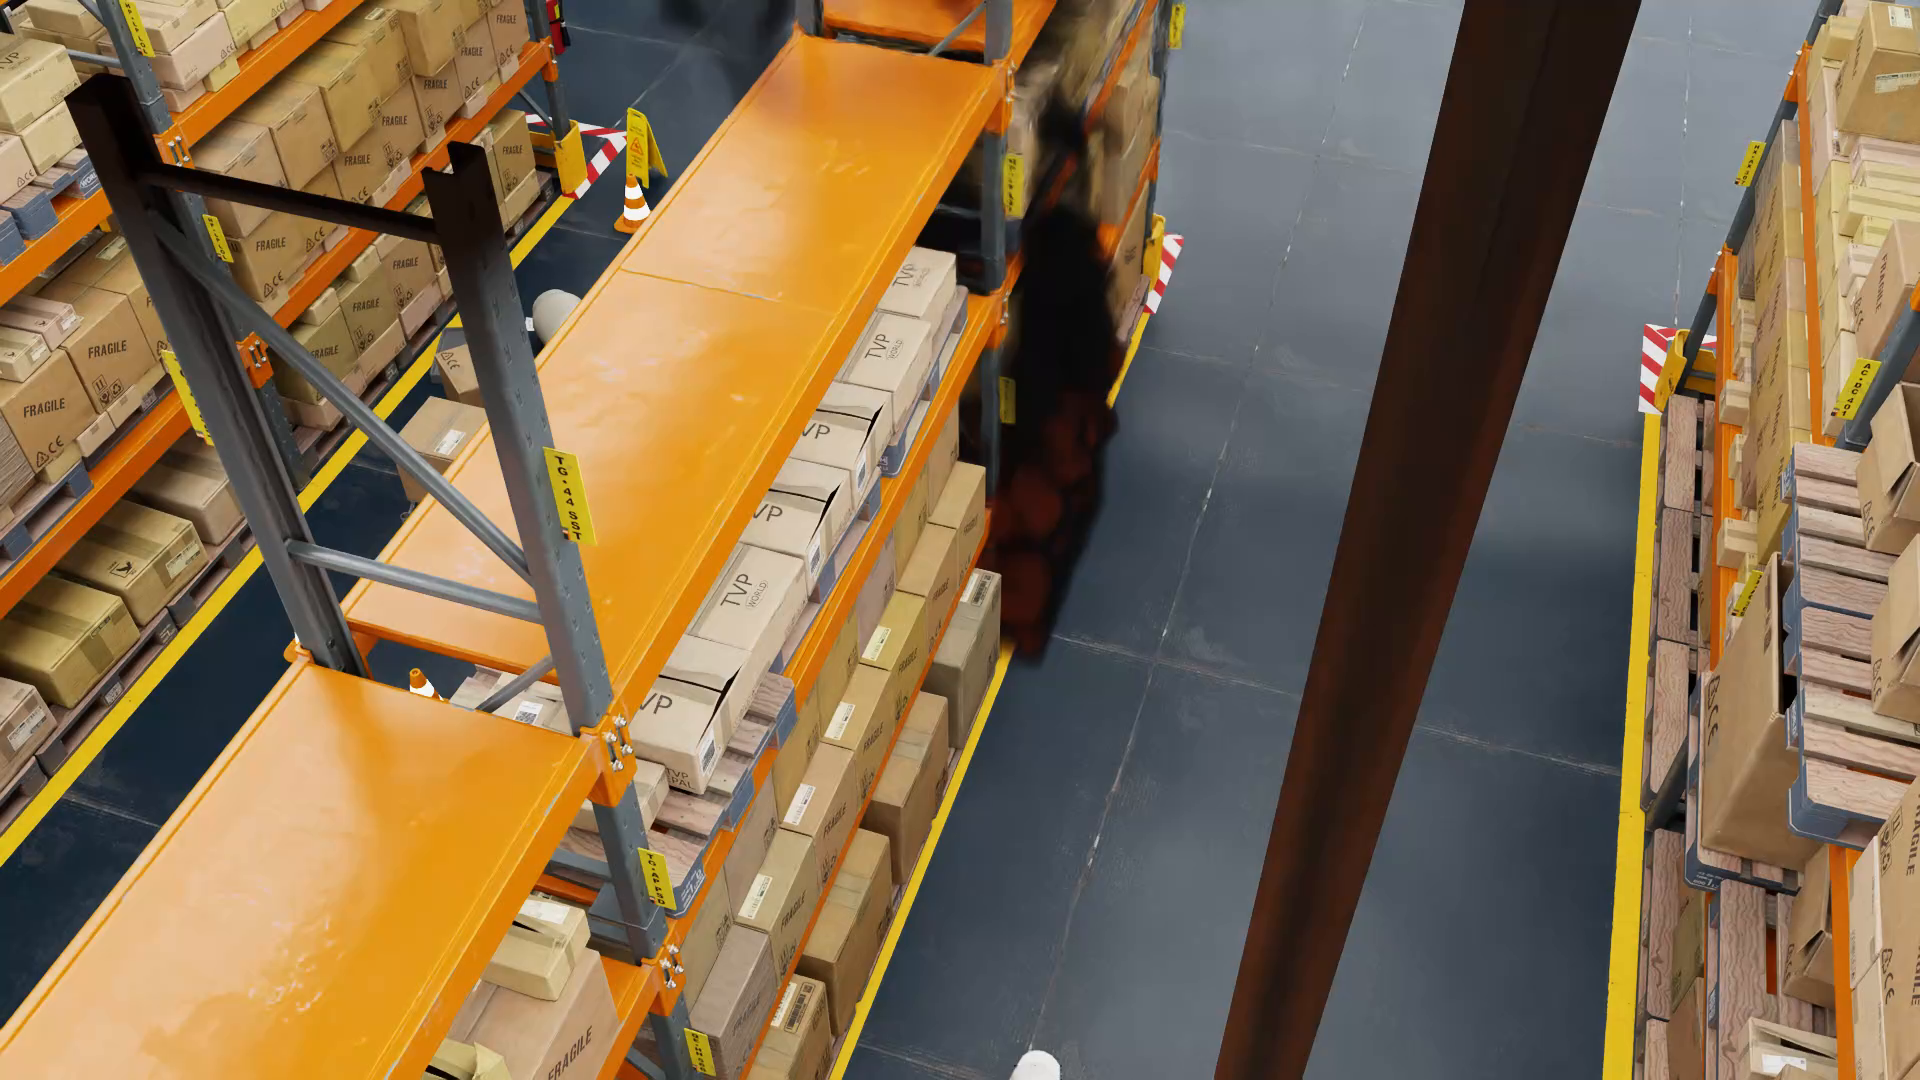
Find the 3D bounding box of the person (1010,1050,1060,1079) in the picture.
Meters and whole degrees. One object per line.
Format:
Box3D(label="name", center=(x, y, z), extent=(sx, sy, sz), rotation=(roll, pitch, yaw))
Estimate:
Box3D(label="person", center=(0.277, 2.670, 6.929), extent=(0.666, 1.752, 0.596), rotation=(11, 47, 11))
